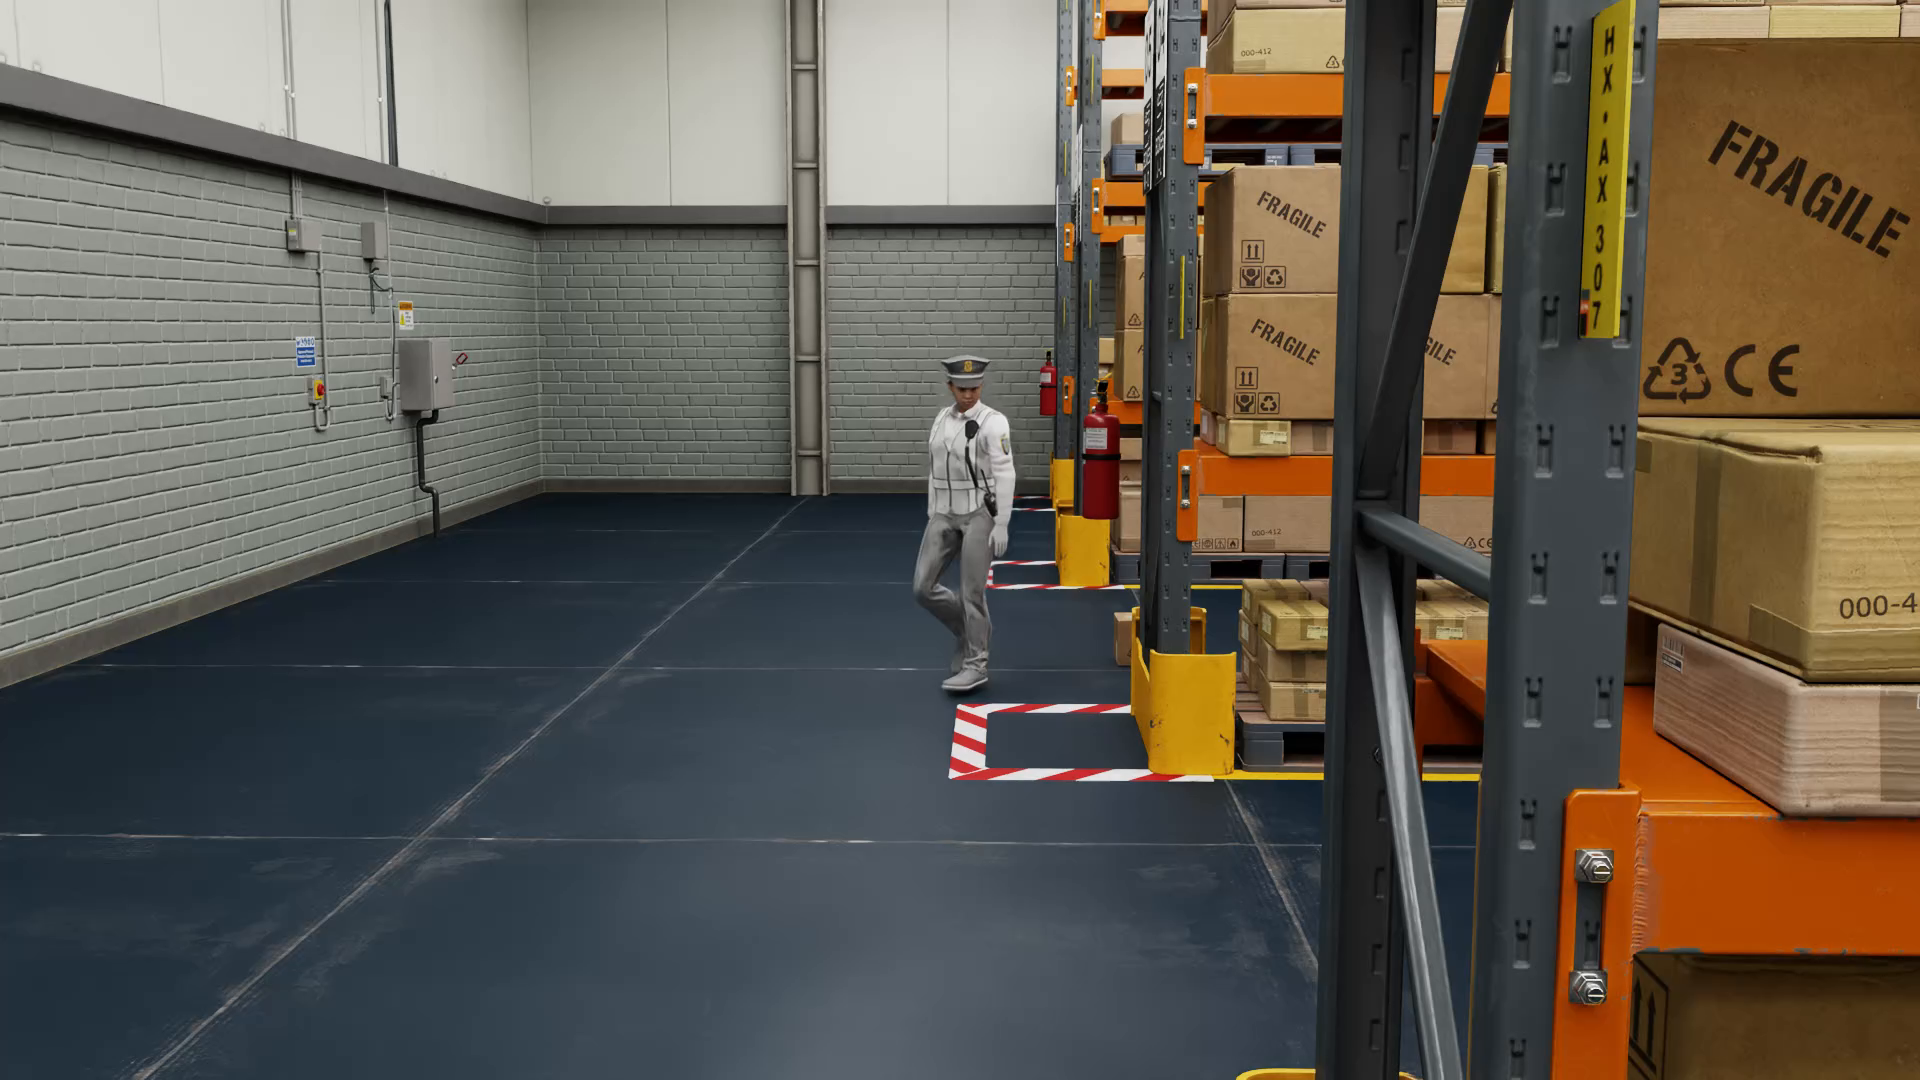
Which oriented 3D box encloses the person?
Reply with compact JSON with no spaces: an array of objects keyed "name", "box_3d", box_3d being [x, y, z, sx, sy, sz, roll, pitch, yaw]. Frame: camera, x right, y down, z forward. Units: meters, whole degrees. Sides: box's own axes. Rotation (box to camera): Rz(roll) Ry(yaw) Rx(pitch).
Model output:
[{"name":"person","box_3d":[0.039,-0.089,8.279,0.526,1.659,0.446,6,9,39]}]
